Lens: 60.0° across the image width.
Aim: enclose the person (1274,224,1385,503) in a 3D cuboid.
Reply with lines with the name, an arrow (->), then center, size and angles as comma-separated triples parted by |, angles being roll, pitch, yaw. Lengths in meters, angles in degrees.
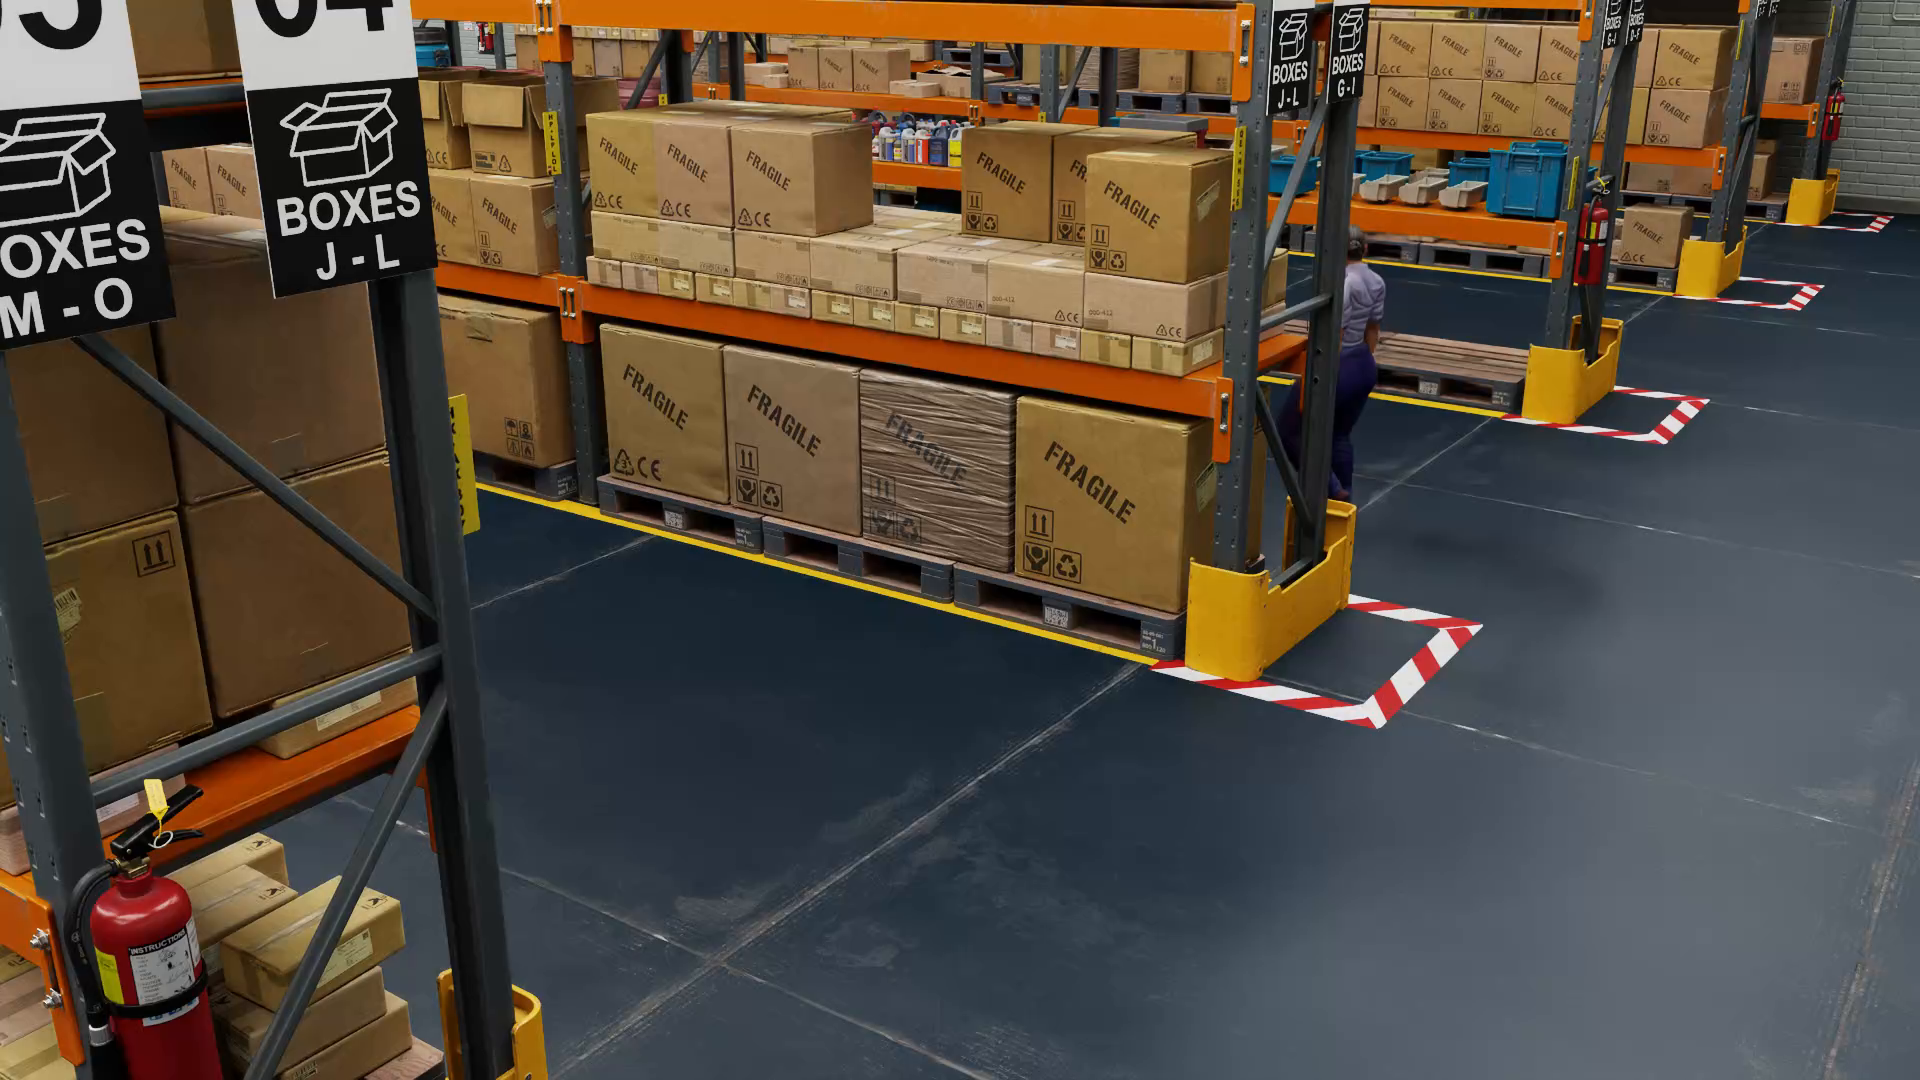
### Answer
person -> 1.996, -0.860, 8.949 | 0.418, 1.642, 0.514 | 18, 27, 41
